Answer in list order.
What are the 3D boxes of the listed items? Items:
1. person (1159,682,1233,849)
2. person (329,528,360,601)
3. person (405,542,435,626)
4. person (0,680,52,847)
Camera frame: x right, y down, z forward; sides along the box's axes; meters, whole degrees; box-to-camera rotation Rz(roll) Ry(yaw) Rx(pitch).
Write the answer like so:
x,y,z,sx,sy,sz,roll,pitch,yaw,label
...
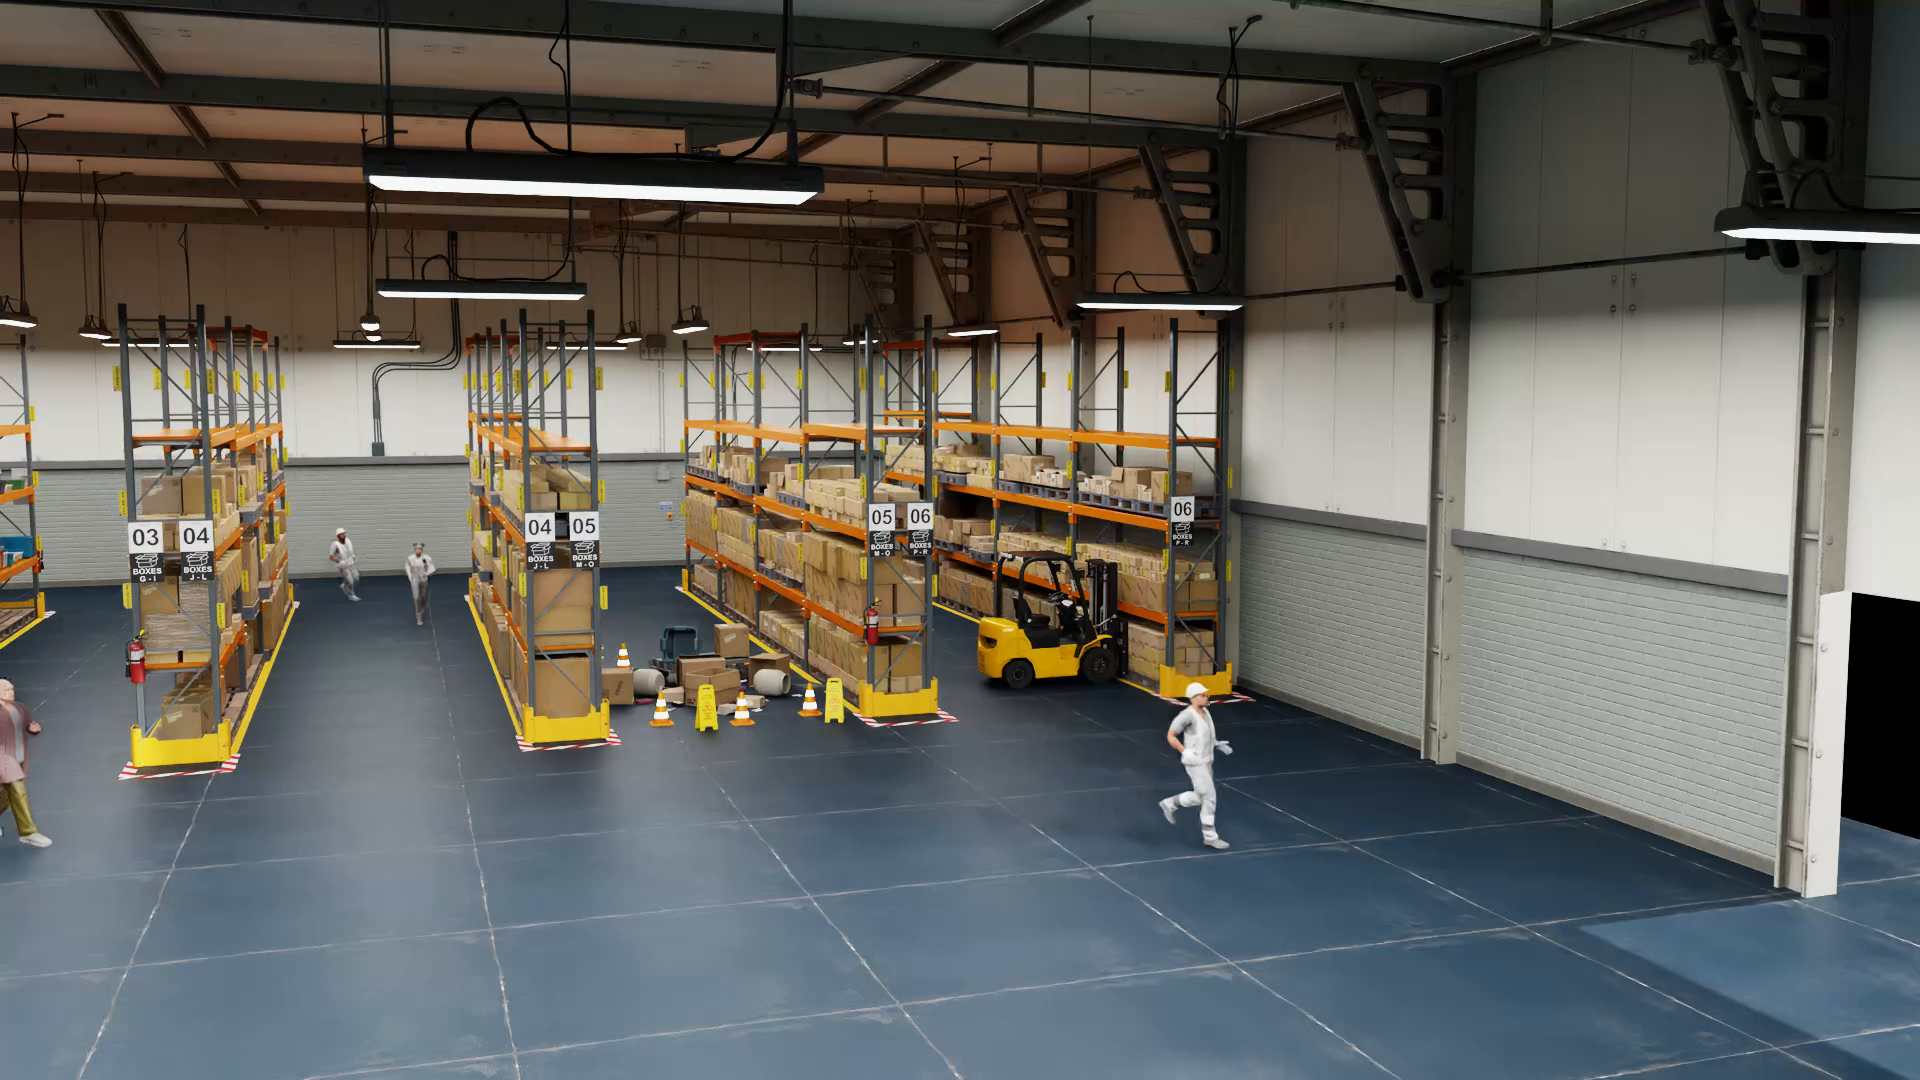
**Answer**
x,y,z,sx,sy,sz,roll,pitch,yaw,label
2.534,2.424,18.036,0.872,1.778,0.655,4,6,33,person
-14.085,0.565,37.920,0.612,1.686,0.734,3,6,25,person
-11.247,0.892,34.693,0.573,1.726,1.057,-2,6,-23,person
-10.267,2.491,17.956,1.043,1.568,0.698,1,6,11,person
